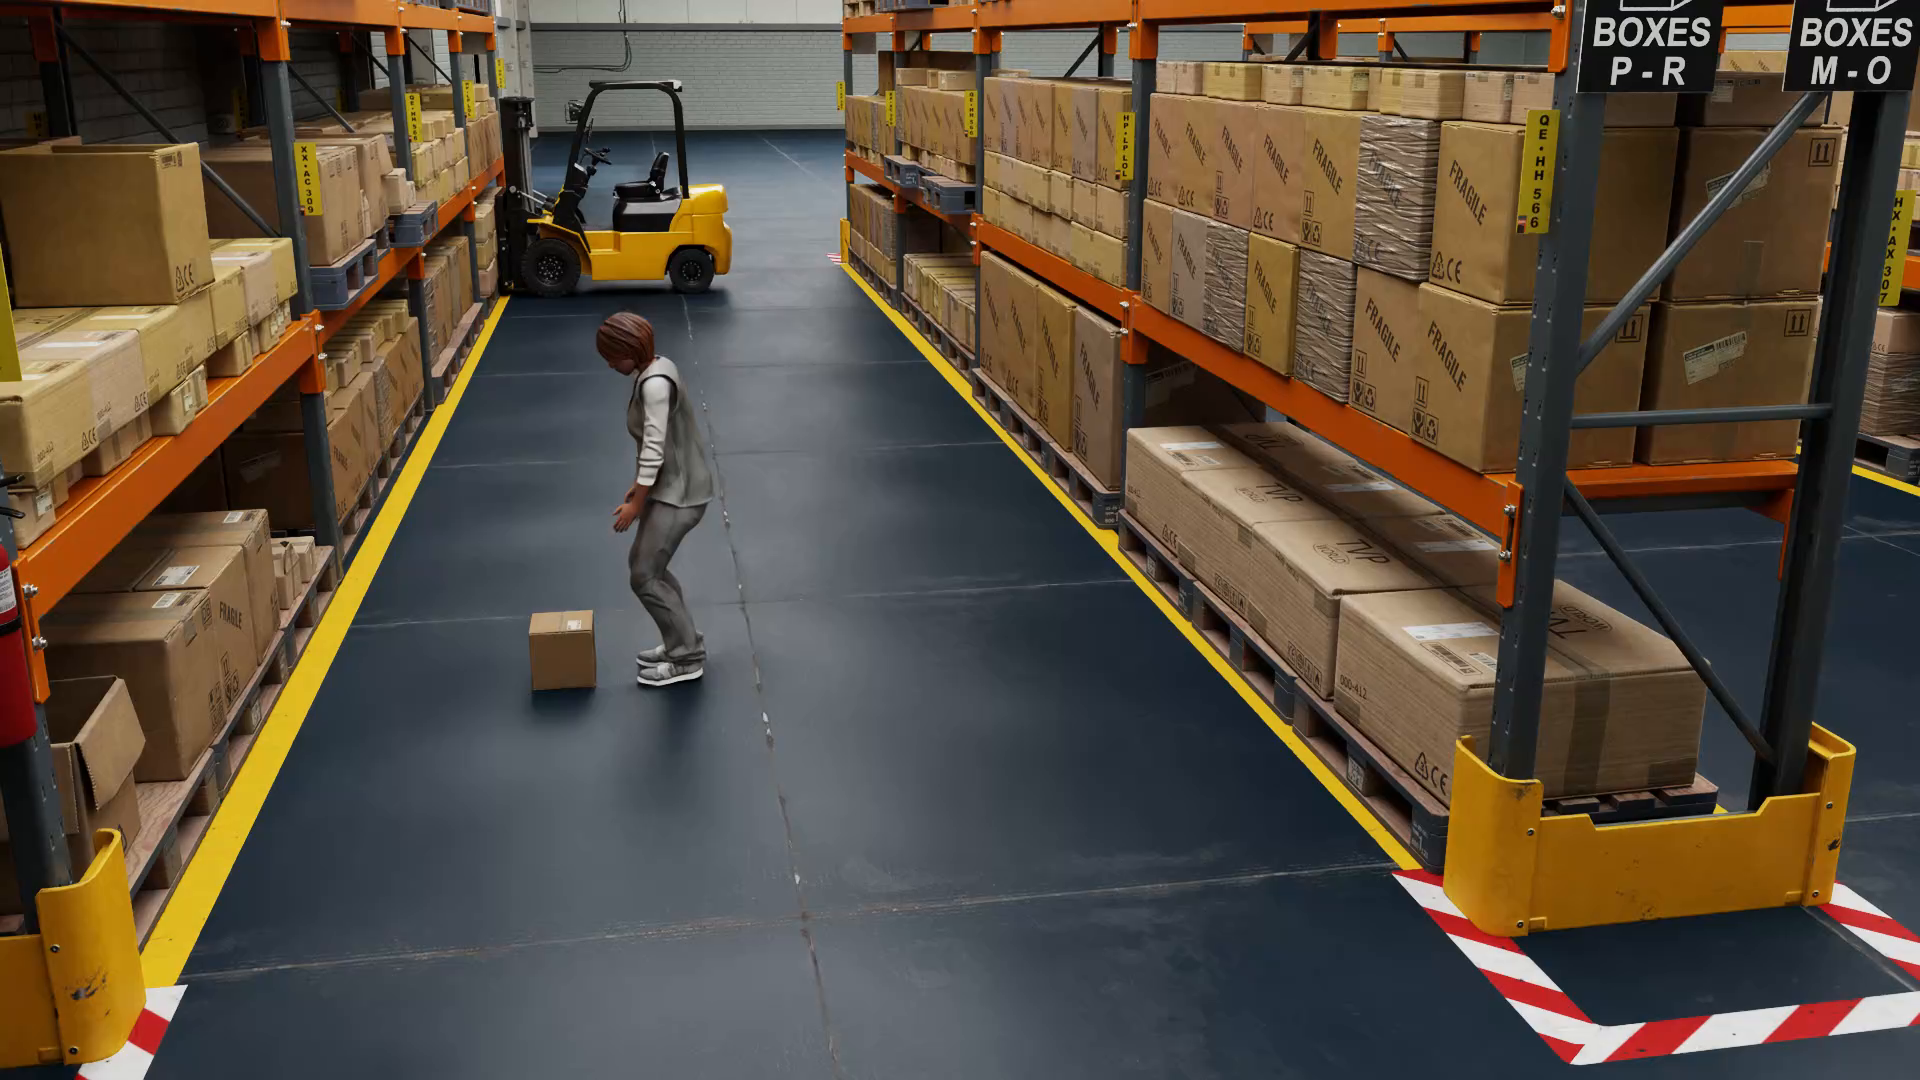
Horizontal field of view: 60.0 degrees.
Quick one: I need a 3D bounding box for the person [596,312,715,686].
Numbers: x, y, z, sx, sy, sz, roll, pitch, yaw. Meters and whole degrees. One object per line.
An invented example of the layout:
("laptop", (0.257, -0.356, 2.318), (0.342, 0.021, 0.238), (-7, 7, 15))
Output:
("person", (-1.212, -0.155, 6.745), (0.437, 1.511, 0.437), (-3, 17, -9))
